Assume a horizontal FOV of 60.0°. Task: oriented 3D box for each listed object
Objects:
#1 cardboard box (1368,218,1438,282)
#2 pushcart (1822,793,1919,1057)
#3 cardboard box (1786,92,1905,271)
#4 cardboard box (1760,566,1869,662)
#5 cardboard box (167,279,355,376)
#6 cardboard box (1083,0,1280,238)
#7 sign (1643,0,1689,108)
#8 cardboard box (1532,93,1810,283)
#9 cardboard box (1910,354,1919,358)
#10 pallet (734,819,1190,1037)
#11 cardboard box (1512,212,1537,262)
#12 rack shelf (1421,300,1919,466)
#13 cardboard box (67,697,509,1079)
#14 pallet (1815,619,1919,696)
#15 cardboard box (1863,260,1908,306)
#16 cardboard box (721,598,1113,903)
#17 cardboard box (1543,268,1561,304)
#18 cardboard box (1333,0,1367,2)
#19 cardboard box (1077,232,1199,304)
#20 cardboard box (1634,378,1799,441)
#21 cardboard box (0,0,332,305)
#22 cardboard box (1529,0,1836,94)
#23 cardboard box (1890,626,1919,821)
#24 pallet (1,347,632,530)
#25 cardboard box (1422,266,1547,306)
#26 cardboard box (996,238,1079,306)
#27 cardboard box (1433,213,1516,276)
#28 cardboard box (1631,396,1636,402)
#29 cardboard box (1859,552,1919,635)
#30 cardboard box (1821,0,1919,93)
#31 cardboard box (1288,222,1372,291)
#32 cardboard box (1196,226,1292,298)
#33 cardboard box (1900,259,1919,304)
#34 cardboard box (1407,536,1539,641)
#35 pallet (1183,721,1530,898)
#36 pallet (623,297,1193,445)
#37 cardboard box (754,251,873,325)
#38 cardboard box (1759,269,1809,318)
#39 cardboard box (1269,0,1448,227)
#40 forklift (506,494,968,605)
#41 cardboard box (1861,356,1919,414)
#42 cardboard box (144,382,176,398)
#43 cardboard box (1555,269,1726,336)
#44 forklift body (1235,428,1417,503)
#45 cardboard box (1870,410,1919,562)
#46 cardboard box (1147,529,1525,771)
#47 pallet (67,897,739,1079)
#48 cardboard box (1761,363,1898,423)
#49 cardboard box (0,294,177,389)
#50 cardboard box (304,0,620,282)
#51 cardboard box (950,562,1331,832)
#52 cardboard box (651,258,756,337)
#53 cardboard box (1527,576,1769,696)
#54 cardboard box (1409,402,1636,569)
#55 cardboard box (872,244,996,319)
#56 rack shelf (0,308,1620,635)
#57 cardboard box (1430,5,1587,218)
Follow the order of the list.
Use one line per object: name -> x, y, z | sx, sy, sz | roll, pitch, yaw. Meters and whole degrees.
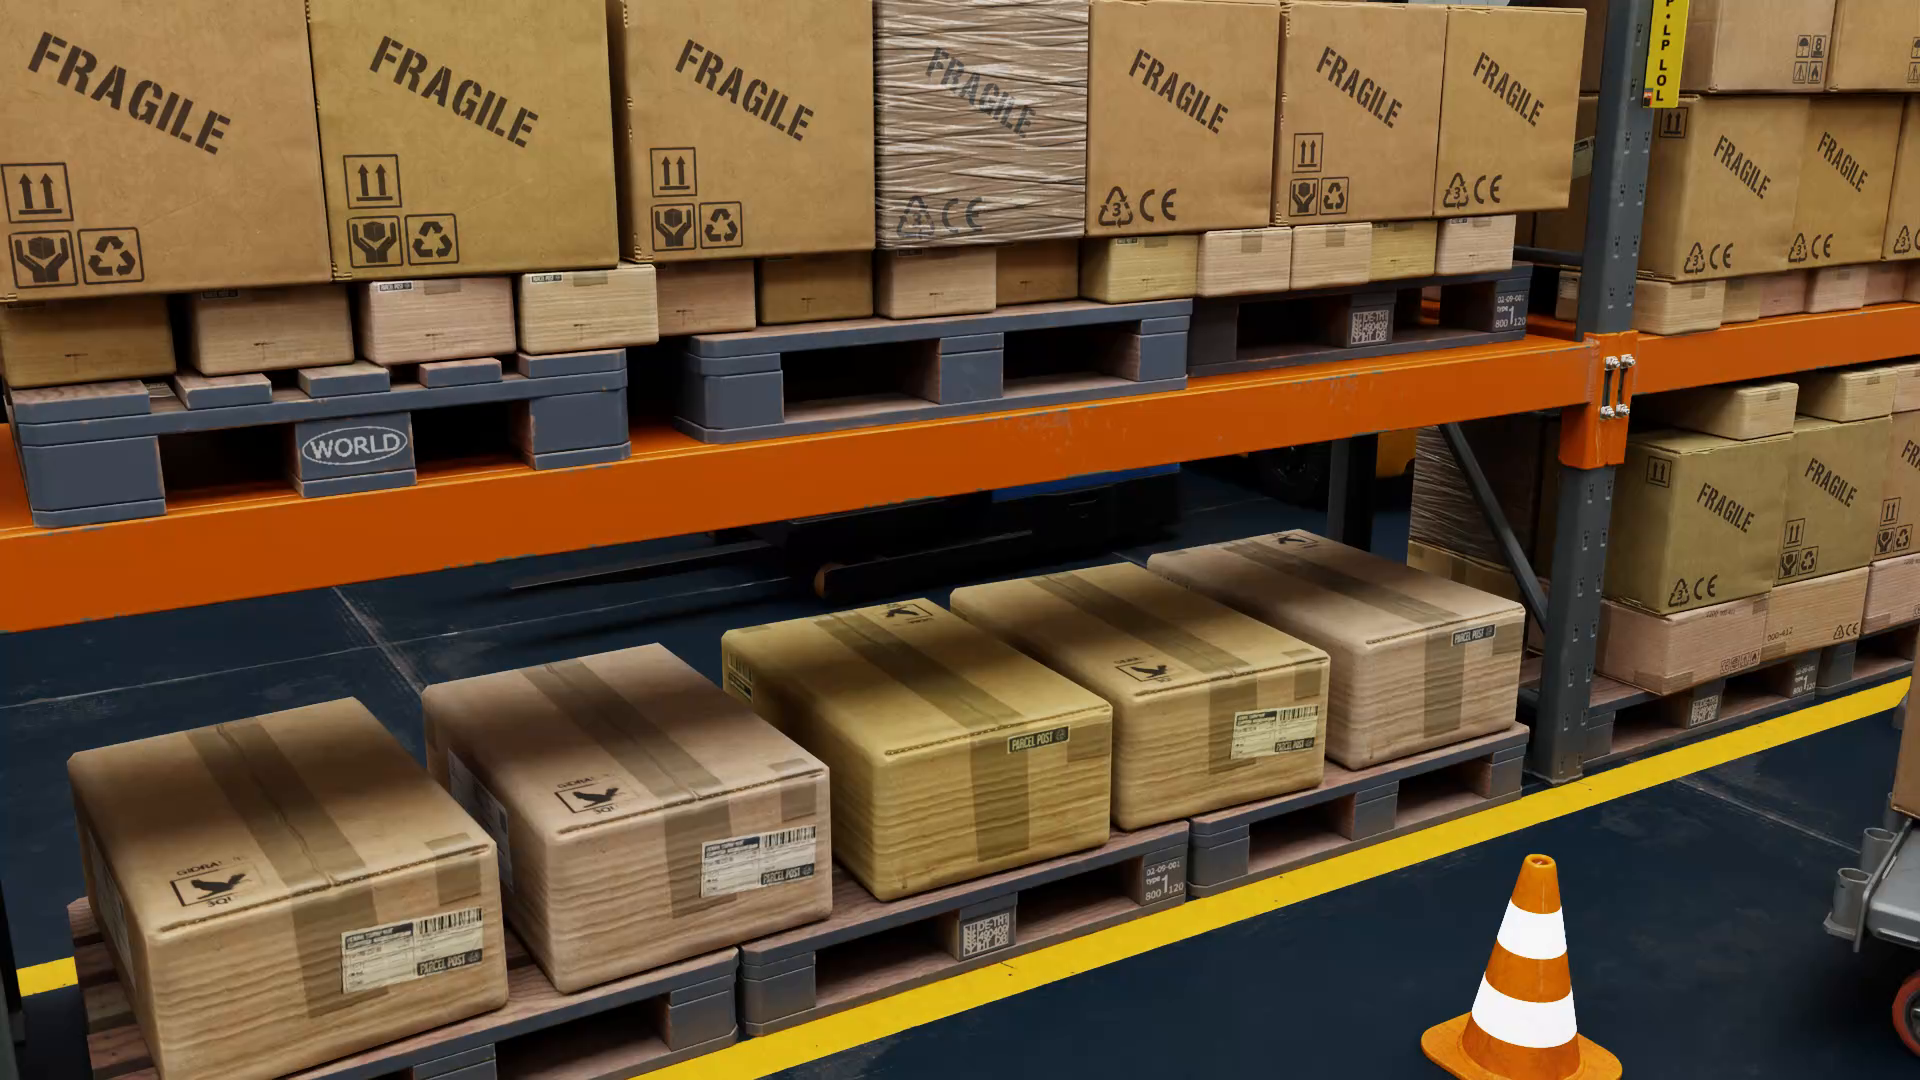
cardboard box -> 0.988, -0.760, 4.250 | 0.250, 0.149, 0.380 | -10, 18, -31
pushcart -> 2.739, 0.937, 3.369 | 1.648, 0.377, 0.936 | 12, 20, 37
cardboard box -> 2.461, -1.110, 5.075 | 0.500, 0.500, 0.500 | -9, 18, -30
cardboard box -> 2.619, 0.179, 5.531 | 0.500, 0.250, 0.500 | -8, 18, -27
cardboard box -> -1.273, -0.405, 2.986 | 0.250, 0.149, 0.380 | -11, 19, -33
cardboard box -> 0.375, -0.983, 3.846 | 0.500, 0.500, 0.500 | -9, 18, -28
sign -> 1.811, -1.276, 4.260 | 0.005, 0.325, 0.100 | -9, 18, -30
cardboard box -> 2.043, -1.035, 4.807 | 0.500, 0.500, 0.500 | -9, 18, -30
cardboard box -> 3.651, -0.517, 6.622 | 0.500, 0.500, 0.500 | -10, 19, -32
pallet -> -0.191, 0.775, 4.253 | 1.213, 0.211, 1.003 | -9, 18, -30
cardboard box -> 1.775, -1.157, 5.244 | 0.500, 0.500, 0.500 | -10, 18, -31
rack shelf -> 3.237, -0.778, 5.961 | 4.000, 0.370, 1.077 | -9, 18, -30
cardboard box -> -1.417, 0.696, 3.459 | 0.625, 0.372, 0.950 | -11, 19, -33
pallet -> 3.127, 0.224, 6.220 | 1.213, 0.211, 1.003 | -9, 18, -30
cardboard box -> 2.802, -0.857, 5.375 | 0.250, 0.149, 0.380 | -9, 18, -30
cardboard box -> -0.136, 0.488, 4.203 | 0.625, 0.372, 0.950 | -9, 18, -28
cardboard box -> 1.851, -0.877, 5.447 | 0.250, 0.149, 0.380 | -9, 18, -28
cardboard box -> 0.937, -1.569, 4.733 | 0.250, 0.149, 0.380 | -9, 18, -30
cardboard box -> 0.341, -0.654, 3.873 | 0.250, 0.149, 0.380 | -9, 18, -30
cardboard box -> 2.305, -0.421, 5.080 | 0.250, 0.149, 0.380 | -9, 18, -29
cardboard box -> -1.402, -0.693, 2.811 | 0.500, 0.500, 0.500 | -10, 18, -31
cardboard box -> 2.011, -1.530, 4.723 | 0.500, 0.500, 0.700 | -9, 18, -30
cardboard box -> 2.465, 0.400, 3.653 | 0.500, 0.500, 0.500 | -9, 18, -30
pallet -> -1.351, -0.322, 3.356 | 1.003, 0.211, 1.213 | -9, 18, -30
cardboard box -> 1.641, -0.841, 5.317 | 0.250, 0.149, 0.380 | -9, 18, -30
cardboard box -> 0.063, -0.641, 3.827 | 0.250, 0.149, 0.380 | -10, 18, -32
cardboard box -> 1.223, -0.792, 4.367 | 0.250, 0.149, 0.380 | -9, 18, -29
cardboard box -> 2.326, -0.301, 5.854 | 0.500, 0.500, 0.500 | -9, 18, -29
cardboard box -> 3.072, 0.105, 5.796 | 0.500, 0.250, 0.500 | -9, 18, -30
cardboard box -> 2.460, -1.596, 4.958 | 0.500, 0.500, 0.700 | -9, 18, -29
cardboard box -> 0.786, -0.716, 4.093 | 0.250, 0.149, 0.380 | -10, 18, -31
cardboard box -> 0.569, -0.679, 3.964 | 0.250, 0.149, 0.380 | -9, 18, -29
cardboard box -> 3.059, -0.871, 5.424 | 0.250, 0.149, 0.380 | -9, 18, -29
cardboard box -> 1.891, 0.131, 5.702 | 0.500, 0.250, 0.500 | -8, 18, -27
pallet -> 0.856, 0.605, 4.861 | 1.213, 0.211, 1.003 | -9, 18, -30
pallet -> -0.231, -0.483, 3.930 | 1.213, 0.211, 1.003 | -9, 18, -30
cardboard box -> -0.379, -0.566, 3.559 | 0.250, 0.149, 0.380 | -8, 18, -28
cardboard box -> 2.359, -0.786, 5.123 | 0.250, 0.149, 0.380 | -9, 18, -30
cardboard box -> 0.820, -1.054, 4.097 | 0.500, 0.500, 0.500 | -9, 18, -29
forklift -> -0.525, -1.320, 6.690 | 3.031, 2.935, 1.121 | -10, 19, -32
cardboard box -> 2.974, -0.531, 5.473 | 0.250, 0.149, 0.380 | -8, 18, -27
cardboard box -> -3.924, -0.581, 7.546 | 0.625, 0.625, 0.875 | -9, 18, -28
cardboard box -> 1.957, -0.695, 4.798 | 0.250, 0.149, 0.380 | -9, 18, -30
forklift body -> 1.706, -1.456, 8.619 | 1.214, 2.155, 2.313 | -9, 18, -30
cardboard box -> 3.065, -0.254, 5.686 | 0.500, 0.500, 0.500 | -8, 18, -27
cardboard box -> 1.074, 0.290, 4.908 | 0.625, 0.372, 0.950 | -9, 18, -29
pallet -> -1.236, 0.944, 3.651 | 1.213, 0.211, 1.003 | -9, 18, -30
cardboard box -> 2.745, -0.493, 5.337 | 0.250, 0.149, 0.380 | -8, 18, -28
cardboard box -> -1.532, -0.374, 2.874 | 0.250, 0.149, 0.380 | -10, 19, -33
cardboard box -> -0.959, -0.767, 3.075 | 0.500, 0.500, 0.500 | -8, 18, -27
cardboard box -> 0.459, 0.391, 4.549 | 0.625, 0.372, 0.950 | -8, 18, -26
cardboard box -> -0.601, -0.518, 3.387 | 0.250, 0.149, 0.380 | -8, 18, -26
cardboard box -> 2.167, 0.256, 5.257 | 0.500, 0.250, 0.500 | -10, 19, -32
cardboard box -> 1.891, -0.230, 5.600 | 0.500, 0.500, 0.500 | -9, 18, -30
cardboard box -> -0.122, -0.587, 3.635 | 0.250, 0.149, 0.380 | -9, 18, -28
rack shelf -> -0.192, -0.222, 3.978 | 4.000, 0.370, 1.077 | -9, 18, -30
cardboard box -> 1.244, -1.123, 4.344 | 0.500, 0.500, 0.500 | -10, 18, -31
